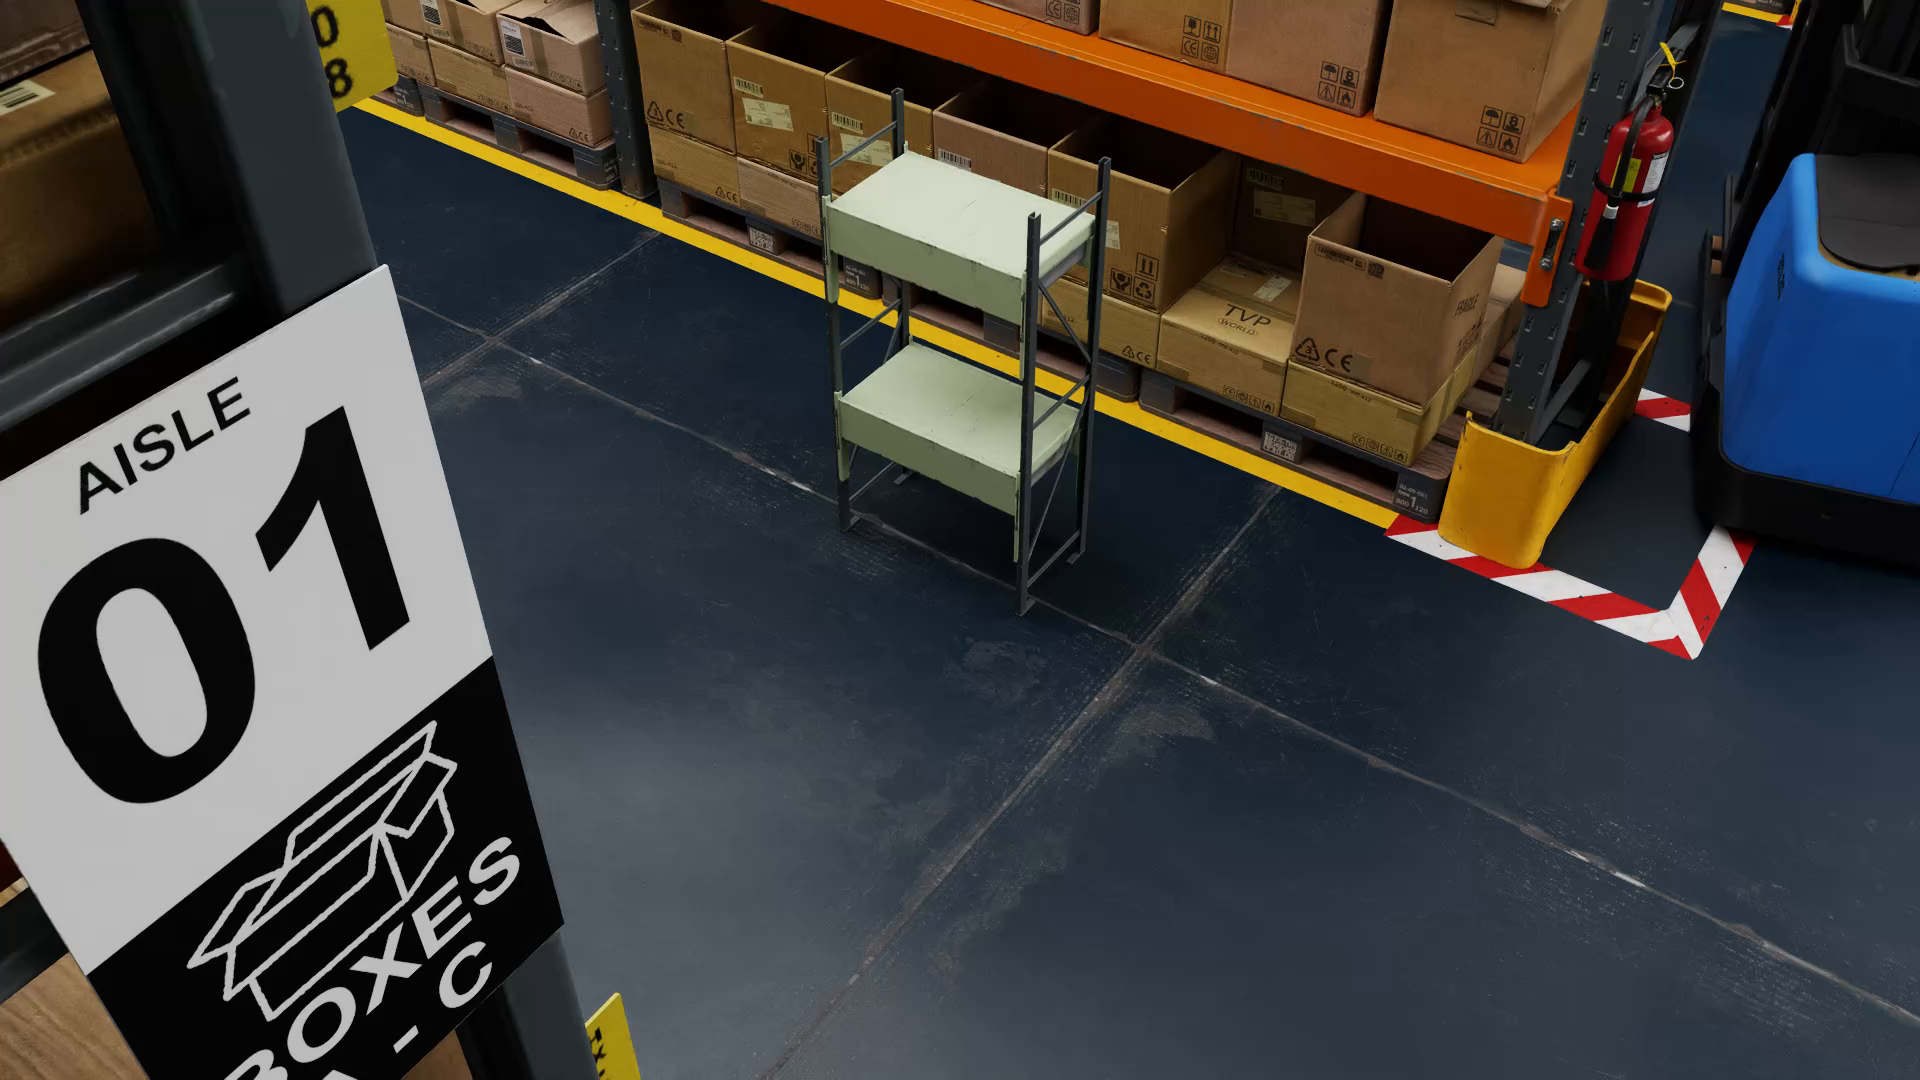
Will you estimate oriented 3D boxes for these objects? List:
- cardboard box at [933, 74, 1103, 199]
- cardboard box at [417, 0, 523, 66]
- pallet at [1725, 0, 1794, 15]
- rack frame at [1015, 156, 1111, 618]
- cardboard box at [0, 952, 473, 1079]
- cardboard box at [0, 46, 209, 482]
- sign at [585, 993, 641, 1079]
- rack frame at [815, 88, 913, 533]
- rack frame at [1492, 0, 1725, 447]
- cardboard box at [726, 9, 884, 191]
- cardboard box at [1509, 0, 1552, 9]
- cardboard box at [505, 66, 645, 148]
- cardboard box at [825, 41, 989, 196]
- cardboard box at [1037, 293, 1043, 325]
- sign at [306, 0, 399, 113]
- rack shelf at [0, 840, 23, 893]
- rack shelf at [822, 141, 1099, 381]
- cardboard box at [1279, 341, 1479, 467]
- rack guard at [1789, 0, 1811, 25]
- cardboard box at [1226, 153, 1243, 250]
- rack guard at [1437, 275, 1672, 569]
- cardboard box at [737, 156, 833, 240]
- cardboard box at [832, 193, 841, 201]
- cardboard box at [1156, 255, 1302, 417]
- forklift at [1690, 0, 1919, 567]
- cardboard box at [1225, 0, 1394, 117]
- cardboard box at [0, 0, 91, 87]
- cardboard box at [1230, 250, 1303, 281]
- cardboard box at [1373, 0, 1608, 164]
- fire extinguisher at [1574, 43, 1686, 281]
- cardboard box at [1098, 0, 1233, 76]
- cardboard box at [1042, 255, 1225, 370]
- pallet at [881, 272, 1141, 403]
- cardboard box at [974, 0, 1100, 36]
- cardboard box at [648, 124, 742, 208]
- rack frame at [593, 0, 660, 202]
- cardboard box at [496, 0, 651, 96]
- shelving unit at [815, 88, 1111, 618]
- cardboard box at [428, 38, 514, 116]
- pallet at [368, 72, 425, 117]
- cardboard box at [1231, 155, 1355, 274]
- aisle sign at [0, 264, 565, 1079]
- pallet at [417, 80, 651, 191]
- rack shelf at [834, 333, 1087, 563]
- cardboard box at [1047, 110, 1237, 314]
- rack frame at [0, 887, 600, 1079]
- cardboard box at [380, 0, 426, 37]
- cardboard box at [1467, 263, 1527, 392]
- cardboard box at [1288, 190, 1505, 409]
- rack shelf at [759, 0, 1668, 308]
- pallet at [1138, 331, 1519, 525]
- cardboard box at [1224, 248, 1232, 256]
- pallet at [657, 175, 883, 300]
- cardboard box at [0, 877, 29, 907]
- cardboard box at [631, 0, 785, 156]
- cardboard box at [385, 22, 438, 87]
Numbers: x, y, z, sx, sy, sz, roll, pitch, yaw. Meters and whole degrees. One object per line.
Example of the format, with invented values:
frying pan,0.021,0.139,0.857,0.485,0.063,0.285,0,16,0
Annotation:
cardboard box,0.245,-1.416,6.268,0.500,0.500,0.500,25,48,25
cardboard box,-2.110,-2.461,7.578,0.500,0.311,0.500,26,48,26
pallet,4.187,-3.376,9.364,1.213,0.211,1.003,25,48,25
rack frame,0.305,-0.416,5.090,0.023,1.500,0.400,25,48,25
cardboard box,-0.969,0.733,2.216,0.500,0.500,0.500,25,48,25
cardboard box,-0.881,-0.116,1.291,0.500,0.500,0.500,26,48,26
sign,-0.439,0.692,2.078,0.005,0.325,0.100,25,48,25
rack frame,-0.294,-0.697,5.404,0.023,1.500,0.400,25,48,25
rack frame,2.091,-1.395,5.059,0.127,3.000,1.000,25,48,25
cardboard box,-0.571,-1.802,6.699,0.500,0.500,0.500,25,48,25
cardboard box,1.668,-1.716,4.857,0.250,0.149,0.380,24,47,25
cardboard box,-1.690,-2.059,7.548,0.500,0.250,0.500,25,47,25
cardboard box,-0.166,-1.606,6.480,0.500,0.500,0.500,25,48,25
cardboard box,0.247,-1.138,6.520,0.500,0.250,0.500,25,48,25
sign,-0.439,-0.429,1.075,0.005,0.325,0.100,25,48,25
rack shelf,-2.388,-0.304,2.131,4.000,0.370,1.077,25,48,25
rack shelf,0.005,-0.847,4.987,0.720,0.370,0.431,25,48,25
cardboard box,1.482,-0.571,5.885,0.500,0.250,0.500,25,48,25
rack guard,4.849,-3.169,8.917,0.348,0.500,1.175,25,48,25
cardboard box,0.952,-1.508,6.370,0.500,0.500,0.500,25,48,25
rack guard,2.110,-0.454,5.883,0.348,0.500,1.175,25,48,25
cardboard box,-0.572,-1.521,6.947,0.500,0.250,0.500,25,48,25
cardboard box,-0.166,-1.327,6.730,0.500,0.250,0.500,25,48,25
cardboard box,1.066,-0.755,6.092,0.500,0.250,0.500,25,48,25
forklift,3.543,-1.938,5.718,1.130,2.935,3.031,14,44,15
cardboard box,1.283,-1.816,5.455,0.500,0.500,0.700,26,48,26
cardboard box,-0.927,-0.504,0.975,0.500,0.500,0.500,22,46,22
cardboard box,1.368,-1.043,6.413,0.500,0.250,0.500,25,48,25
cardboard box,1.716,-1.618,5.233,0.500,0.500,0.700,25,48,25
fire extinguisher,1.921,-1.067,4.751,0.183,0.674,0.296,25,48,25
cardboard box,0.880,-2.009,5.671,0.500,0.500,0.700,25,48,26
cardboard box,0.655,-0.946,6.305,0.500,0.250,0.500,25,48,25
pallet,0.446,-1.093,6.813,1.213,0.211,1.003,25,48,25
cardboard box,0.447,-2.209,5.894,0.500,0.500,0.700,27,48,27
cardboard box,-0.979,-1.715,7.164,0.500,0.250,0.500,25,48,25
rack frame,-1.184,-2.926,6.771,0.127,3.000,1.000,25,48,25
cardboard box,-1.680,-2.266,7.359,0.500,0.311,0.500,25,48,25
shelving unit,0.005,-0.556,5.247,0.755,1.500,0.431,25,48,25
cardboard box,-2.103,-2.253,7.766,0.500,0.250,0.500,24,47,25
pallet,-2.813,-2.615,8.514,1.213,0.211,1.003,25,48,25
cardboard box,1.369,-1.323,6.164,0.500,0.500,0.500,25,48,25
aisle sign,-0.519,0.206,1.321,0.004,0.787,0.394,25,48,25
pallet,-1.810,-2.148,7.992,1.213,0.211,1.003,25,48,25
rack shelf,0.005,-0.313,5.464,0.720,0.370,0.431,25,48,25
cardboard box,0.654,-1.224,6.053,0.500,0.500,0.500,25,48,25
rack frame,-0.751,1.311,2.035,0.127,3.000,1.000,25,48,25
cardboard box,-2.517,-2.654,7.793,0.500,0.311,0.500,25,47,25
cardboard box,1.779,-0.853,6.201,0.500,0.250,0.500,25,48,25
cardboard box,1.481,-0.849,5.634,0.500,0.500,0.500,25,48,25
rack shelf,0.453,-1.892,6.155,4.000,0.370,1.077,25,48,25
pallet,1.440,-0.626,6.291,1.213,0.211,1.003,25,48,25
cardboard box,0.959,-1.234,6.627,0.500,0.250,0.500,25,48,25
pallet,-0.557,-1.560,7.335,1.213,0.211,1.003,25,48,25
cardboard box,-1.368,0.539,2.434,0.500,0.500,0.500,25,48,25
cardboard box,-0.984,-1.989,6.908,0.500,0.500,0.500,25,48,25
cardboard box,-2.522,-2.449,7.984,0.500,0.250,0.500,26,48,26
